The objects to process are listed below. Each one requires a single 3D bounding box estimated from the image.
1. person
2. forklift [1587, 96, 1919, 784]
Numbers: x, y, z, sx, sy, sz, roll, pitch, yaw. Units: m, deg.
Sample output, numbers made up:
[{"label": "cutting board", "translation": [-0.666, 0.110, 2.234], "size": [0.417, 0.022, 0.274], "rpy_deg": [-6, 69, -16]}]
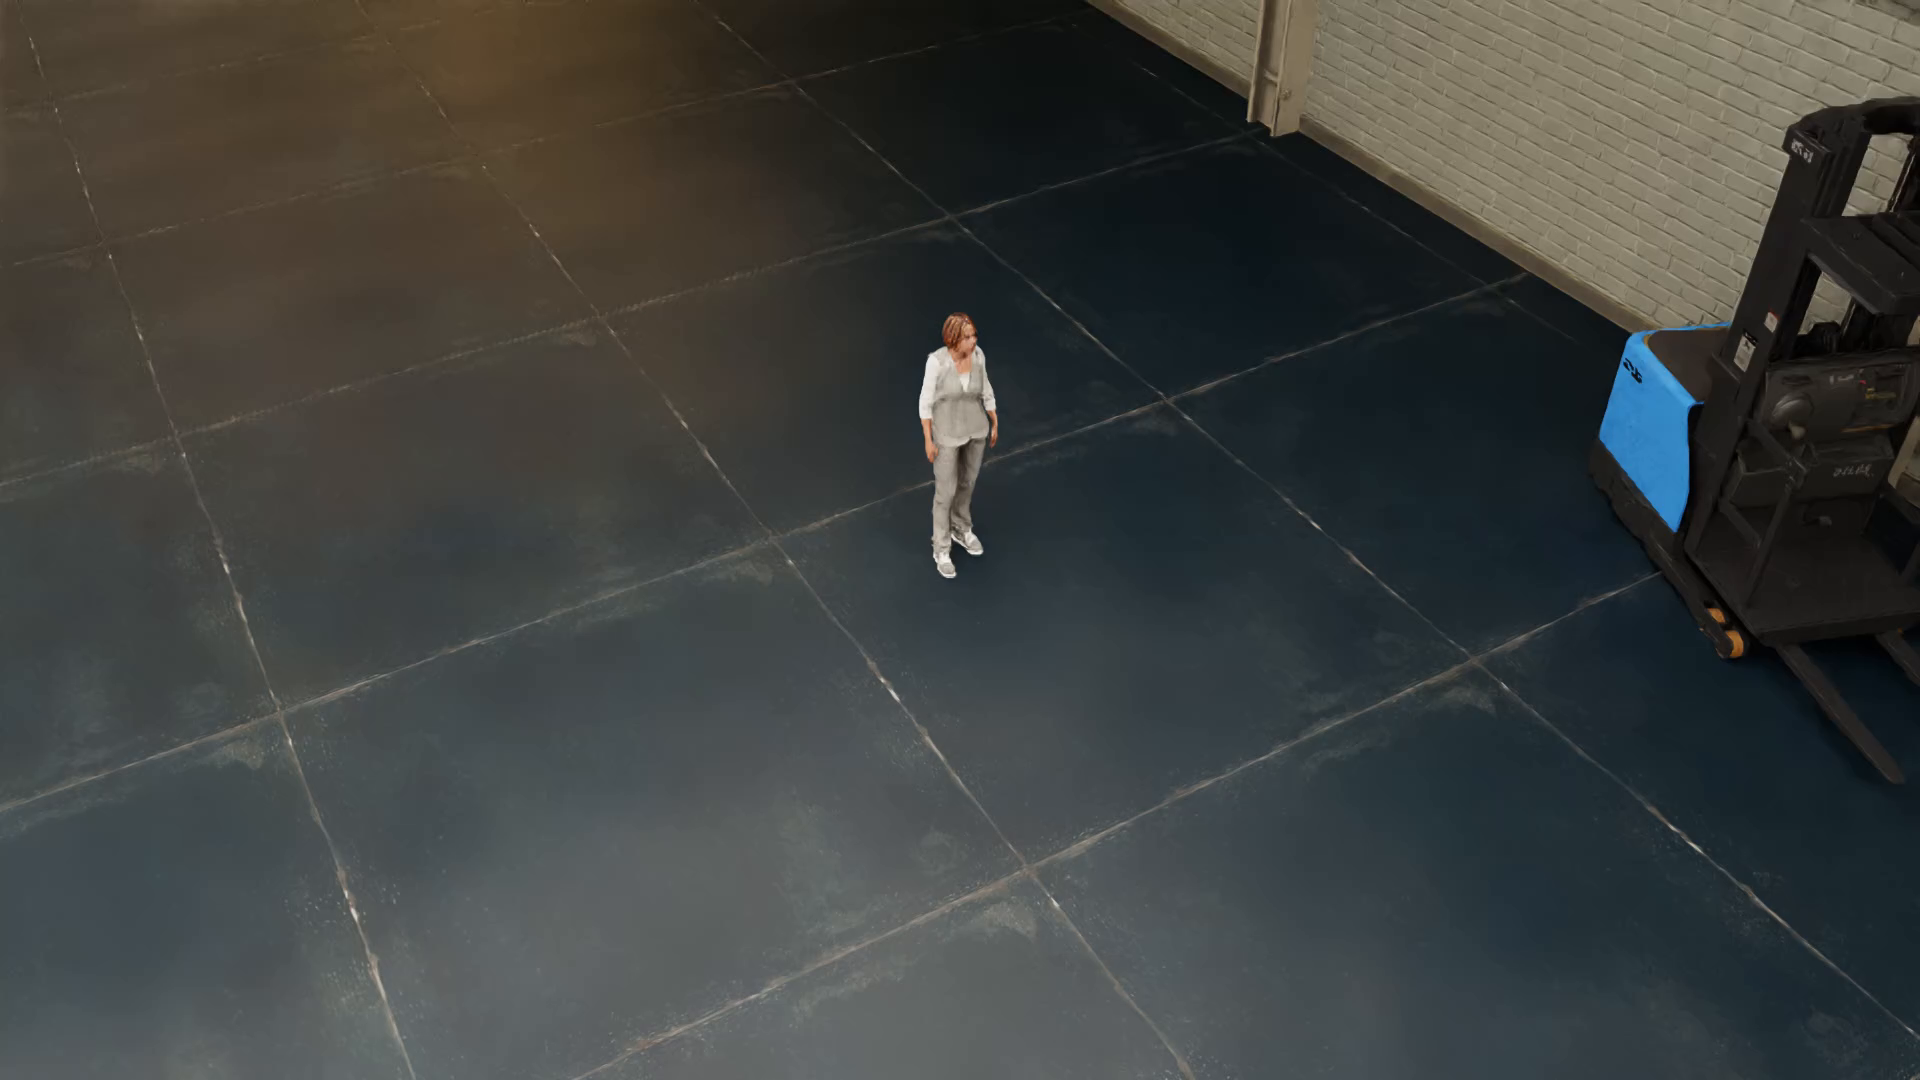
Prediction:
[{"label": "person", "translation": [0.025, -0.575, 9.763], "size": [0.521, 1.597, 0.474], "rpy_deg": [-20, 44, -23]}, {"label": "forklift", "translation": [4.834, -0.704, 8.884], "size": [1.130, 2.935, 3.031], "rpy_deg": [-7, 40, -8]}]
